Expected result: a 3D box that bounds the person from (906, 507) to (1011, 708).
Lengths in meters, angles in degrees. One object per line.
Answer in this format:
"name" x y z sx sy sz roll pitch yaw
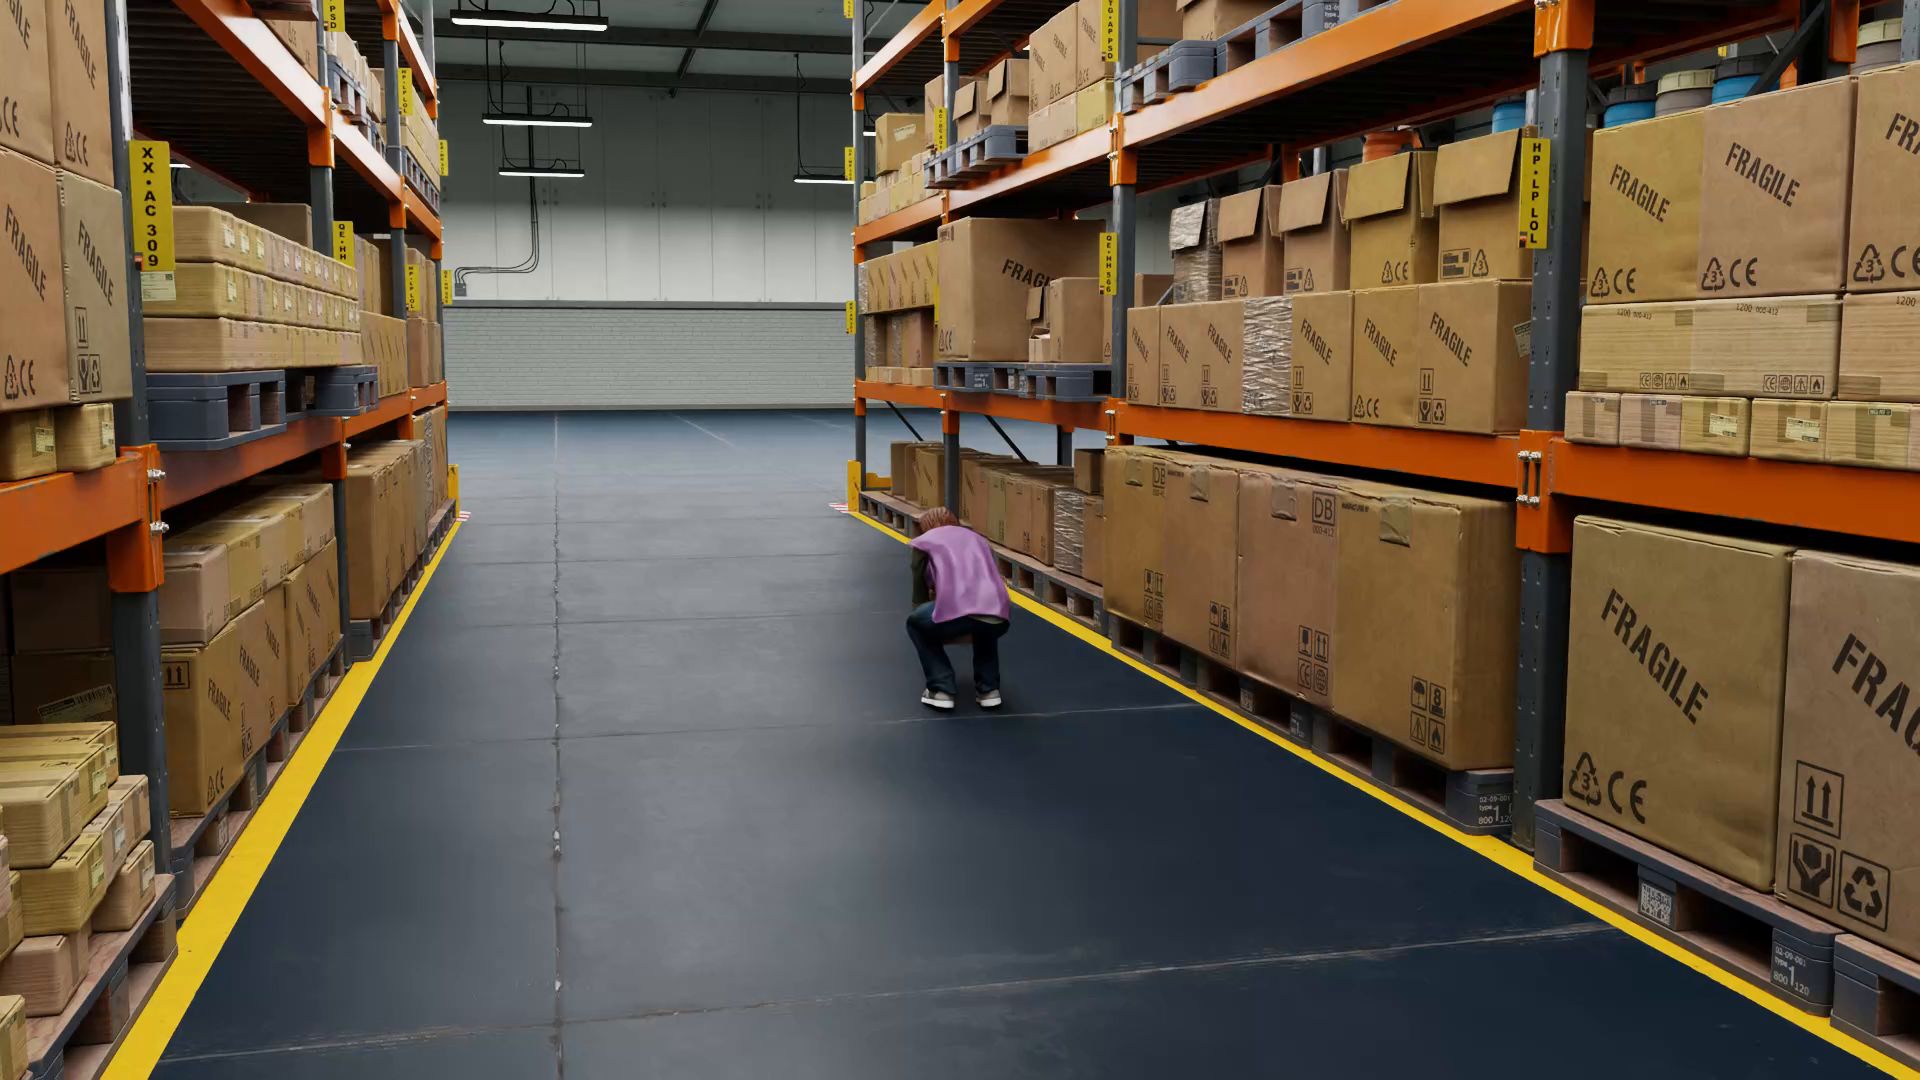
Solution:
"person" -0.022 0.303 7.563 0.437 0.852 0.911 -1 7 -13
